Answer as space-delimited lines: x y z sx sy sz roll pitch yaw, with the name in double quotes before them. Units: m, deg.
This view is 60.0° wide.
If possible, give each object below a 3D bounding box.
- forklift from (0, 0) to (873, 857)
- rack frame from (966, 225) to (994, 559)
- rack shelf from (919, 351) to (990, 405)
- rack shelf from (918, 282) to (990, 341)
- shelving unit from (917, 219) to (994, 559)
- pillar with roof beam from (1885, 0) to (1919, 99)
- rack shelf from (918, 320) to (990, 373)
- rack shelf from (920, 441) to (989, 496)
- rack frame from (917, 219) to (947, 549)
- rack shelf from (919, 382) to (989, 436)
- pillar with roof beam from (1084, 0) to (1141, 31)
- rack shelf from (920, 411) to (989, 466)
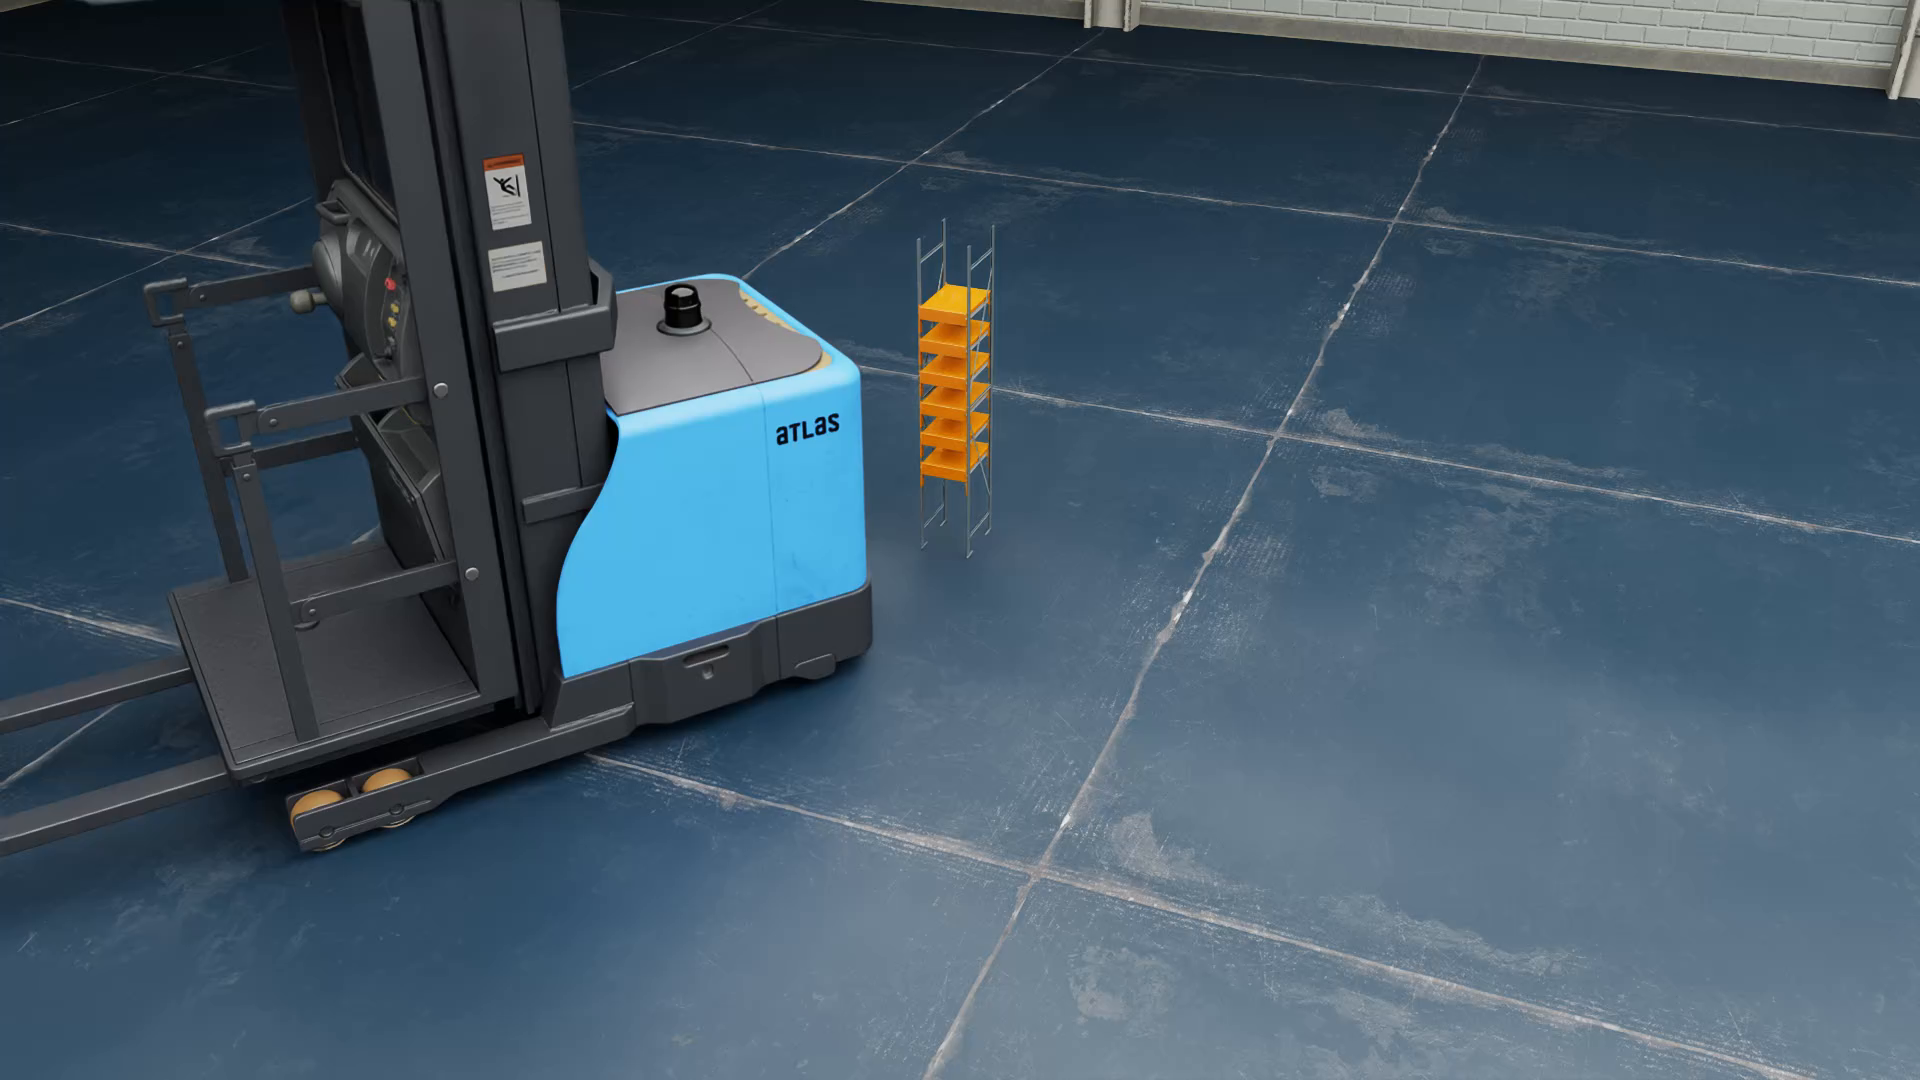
"forklift" -1.816 -0.697 4.504 3.031 2.935 1.130 -17 33 -27
"rack frame" 0.071 -0.508 5.930 0.006 1.200 0.240 11 31 19
"rack shelf" -0.013 -0.591 5.922 0.180 0.103 0.258 11 31 19
"rack shelf" -0.013 -0.800 5.804 0.180 0.103 0.258 11 31 19
"shelving unit" -0.013 -0.525 5.959 0.189 1.200 0.258 11 31 19
"pillar with roof beam" 5.203 -5.117 6.158 0.400 9.000 9.100 11 31 19
"rack shelf" -0.013 -0.695 5.863 0.180 0.103 0.258 11 31 19
"rack shelf" -0.013 -0.277 6.099 0.180 0.103 0.258 11 31 19
"rack frame" -0.098 -0.542 5.989 0.006 1.200 0.240 11 31 19
"rack shelf" -0.013 -0.486 5.981 0.180 0.103 0.258 11 31 19
"pillar with roof beam" -0.357 -6.227 8.122 0.400 9.000 9.100 11 31 19
"rack shelf" -0.013 -0.382 6.040 0.180 0.103 0.258 11 31 19
